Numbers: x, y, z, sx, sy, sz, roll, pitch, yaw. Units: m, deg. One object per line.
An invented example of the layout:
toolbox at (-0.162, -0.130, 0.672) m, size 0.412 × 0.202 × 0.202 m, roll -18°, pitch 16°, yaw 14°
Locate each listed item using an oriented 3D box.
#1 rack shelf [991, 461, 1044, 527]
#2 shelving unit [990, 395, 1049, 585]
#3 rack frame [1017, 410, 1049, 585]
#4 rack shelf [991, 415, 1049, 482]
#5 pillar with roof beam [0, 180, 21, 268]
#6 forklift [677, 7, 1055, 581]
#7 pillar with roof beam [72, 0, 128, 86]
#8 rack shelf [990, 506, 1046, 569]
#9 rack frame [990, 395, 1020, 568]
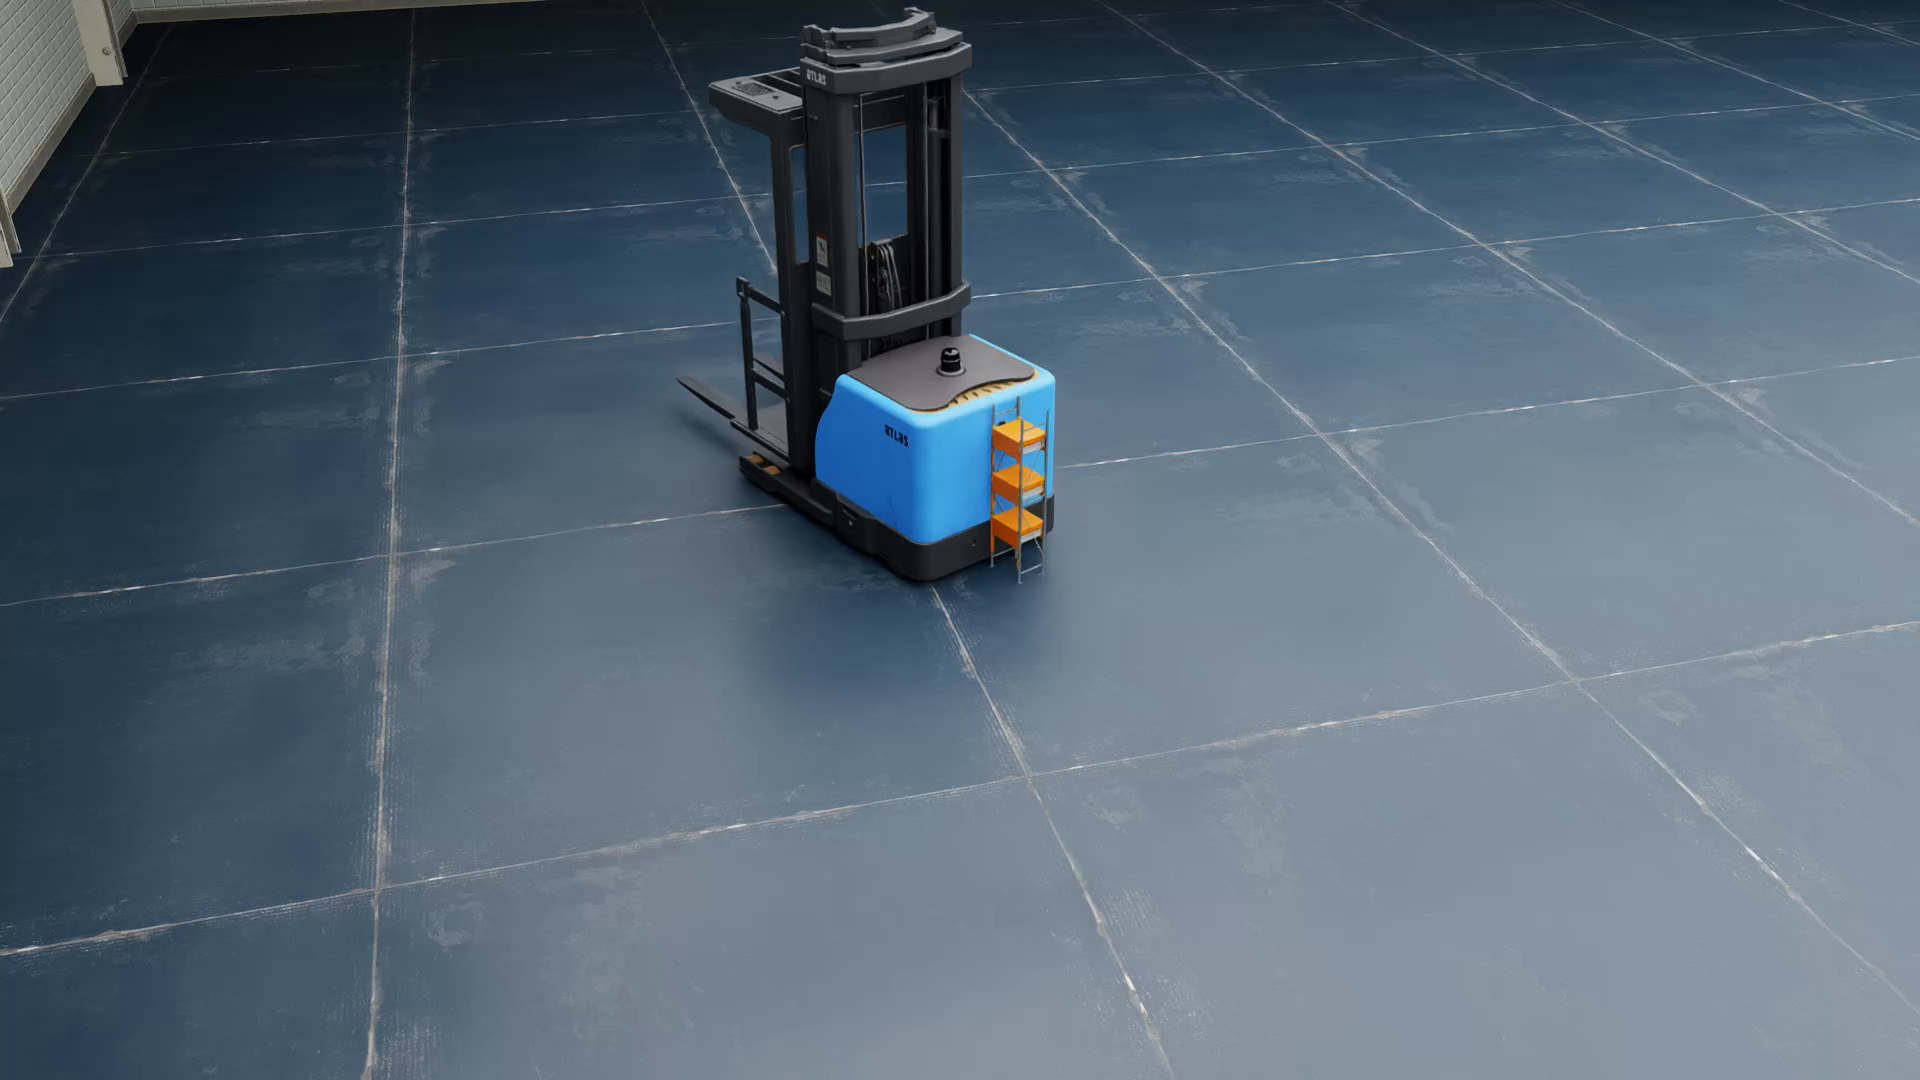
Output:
rack shelf at (0.333, -0.265, 9.411) m, size 0.215 × 0.259 × 0.240 m, roll -22°, pitch 37°, yaw -33°
shelving unit at (0.333, -0.274, 9.406) m, size 0.215 × 1.050 × 0.252 m, roll -22°, pitch 37°, yaw -33°
rack frame at (0.409, -0.226, 9.324) m, size 0.200 × 1.050 × 0.008 m, roll -22°, pitch 37°, yaw -33°
rack shelf at (0.333, -0.510, 9.269) m, size 0.215 × 0.259 × 0.240 m, roll -22°, pitch 37°, yaw -33°
pillar with roof beam at (-4.002, -6.835, 12.808) m, size 9.100 × 9.000 × 0.400 m, roll -8°, pitch 31°, yaw -13°
forklift at (-0.750, -1.709, 10.008) m, size 1.130 × 2.935 × 3.031 m, roll -22°, pitch 37°, yaw -33°
pillar with roof beam at (-5.594, -9.733, 17.814) m, size 9.100 × 9.000 × 0.400 m, roll -8°, pitch 31°, yaw -13°
rack shelf at (0.333, -0.024, 9.551) m, size 0.215 × 0.259 × 0.240 m, roll -22°, pitch 37°, yaw -33°
rack frame at (0.257, -0.321, 9.489) m, size 0.200 × 1.050 × 0.008 m, roll -22°, pitch 37°, yaw -33°
